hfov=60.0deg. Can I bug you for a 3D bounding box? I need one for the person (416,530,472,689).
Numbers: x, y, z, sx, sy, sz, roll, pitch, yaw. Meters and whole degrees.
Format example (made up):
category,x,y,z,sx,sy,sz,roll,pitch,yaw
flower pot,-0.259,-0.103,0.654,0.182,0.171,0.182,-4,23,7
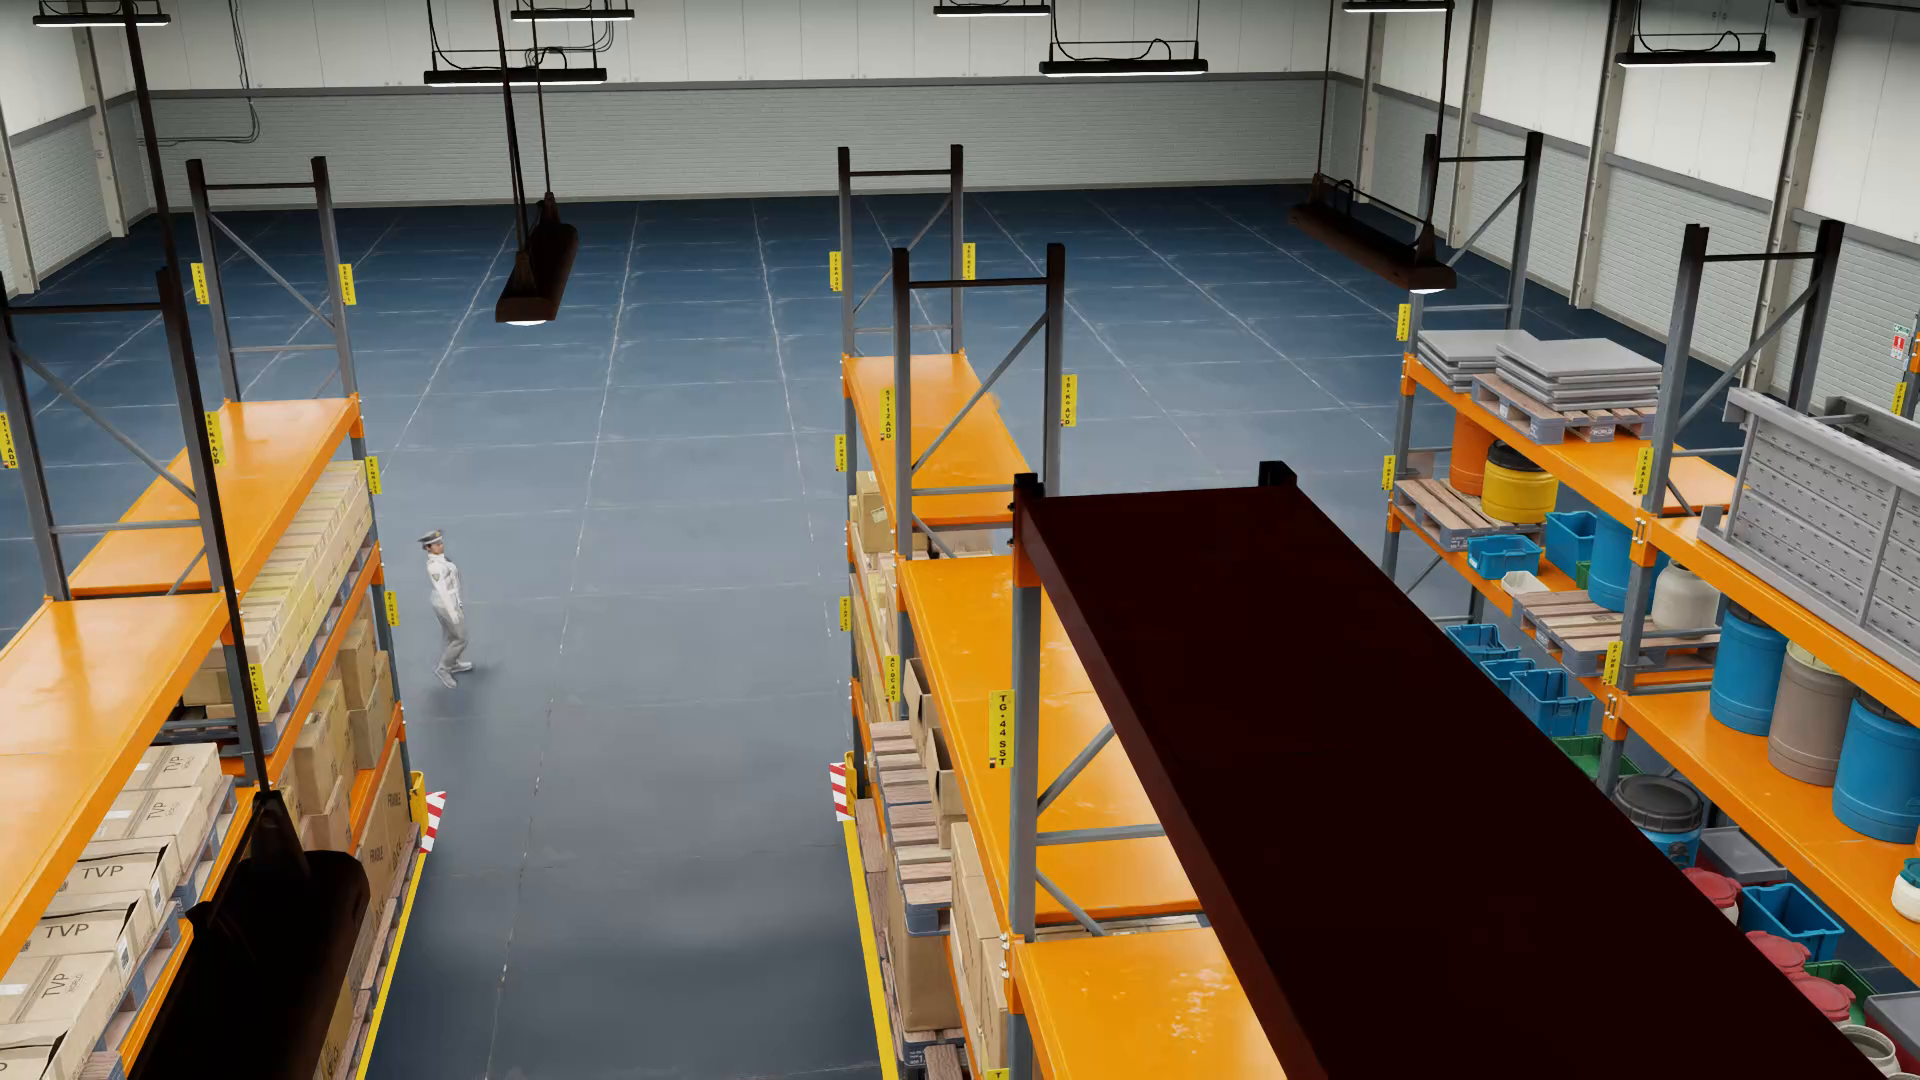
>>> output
category,x,y,z,sx,sy,sz,roll,pitch,yaw
person,-5.428,0.702,17.571,0.448,1.689,0.577,-11,24,-26
